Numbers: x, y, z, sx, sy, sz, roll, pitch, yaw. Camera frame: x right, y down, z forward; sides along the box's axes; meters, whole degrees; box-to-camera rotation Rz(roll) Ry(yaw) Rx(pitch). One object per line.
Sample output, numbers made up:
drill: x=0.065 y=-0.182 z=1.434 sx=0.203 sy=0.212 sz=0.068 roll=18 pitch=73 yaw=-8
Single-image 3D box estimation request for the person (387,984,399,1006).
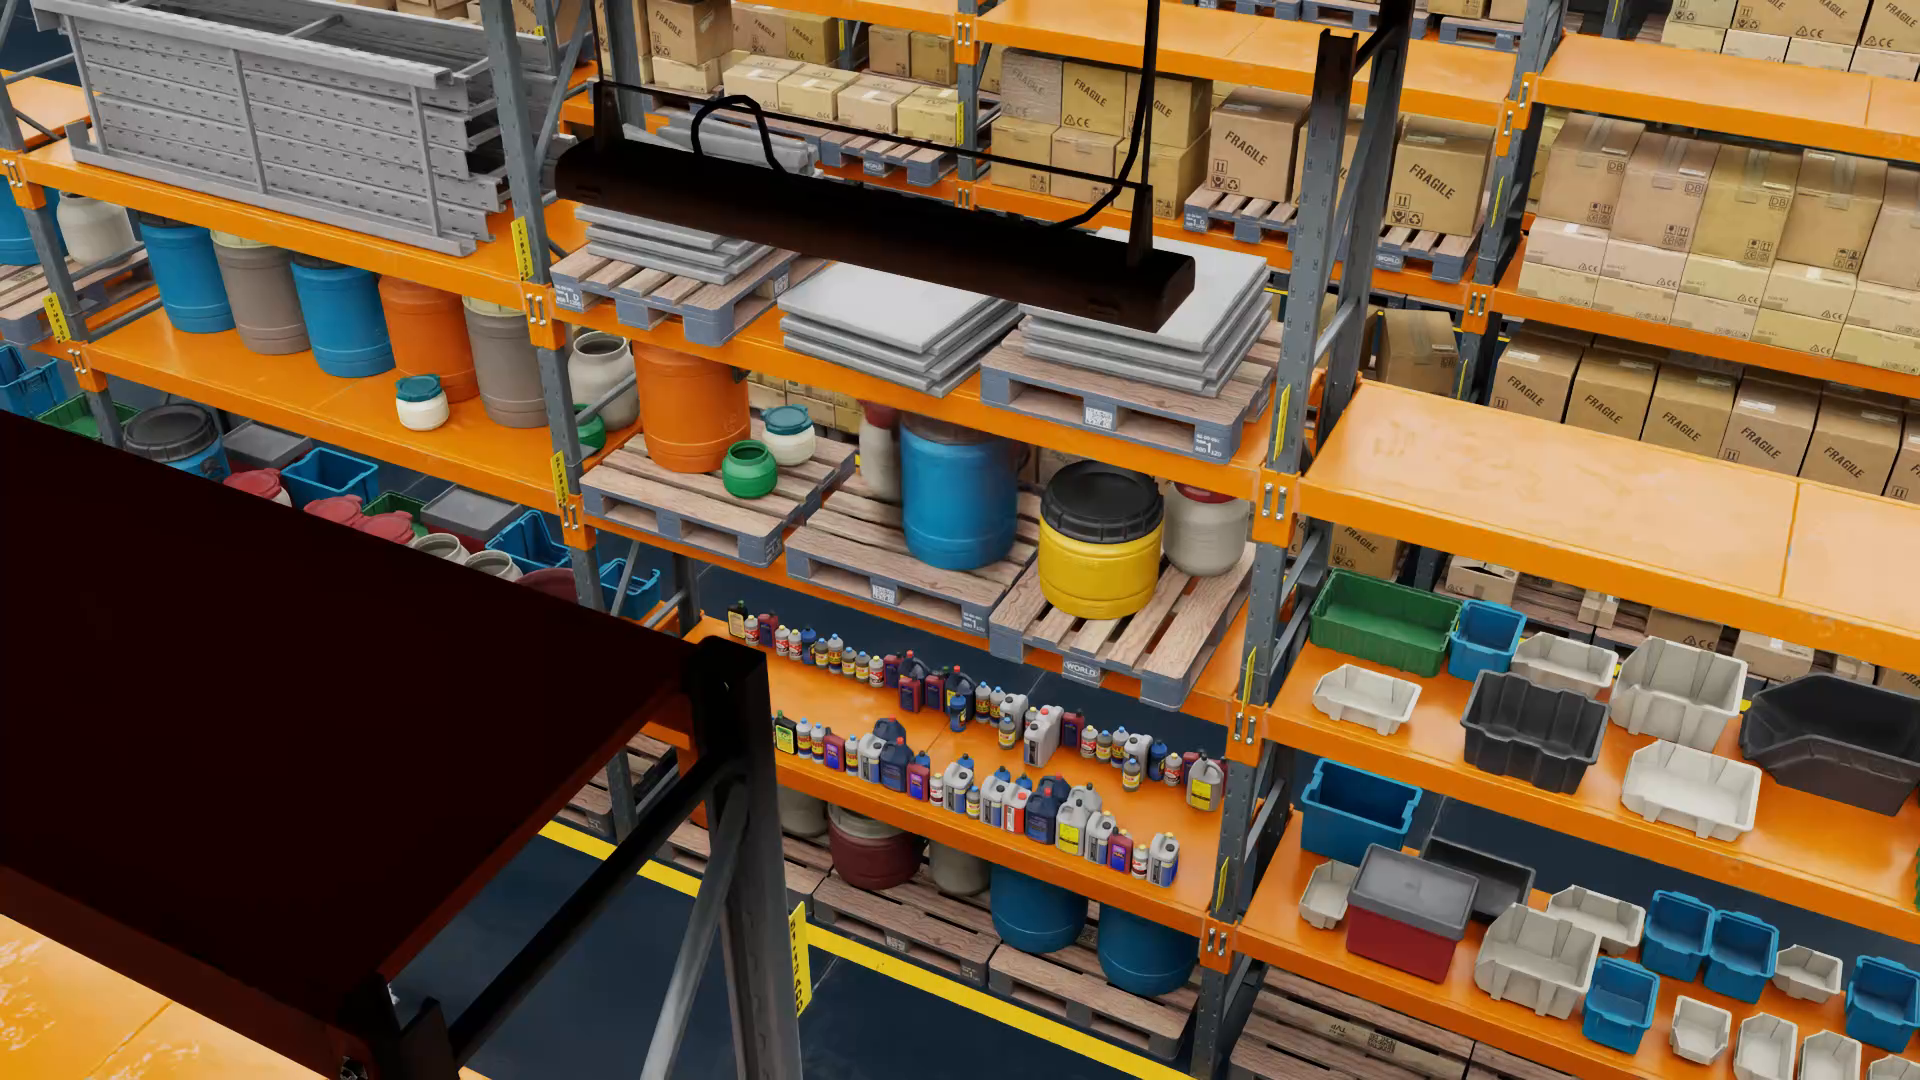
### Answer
person: x=-3.424 y=1.956 z=9.413 sx=0.630 sy=1.687 sz=0.793 roll=-27 pitch=43 yaw=-33
